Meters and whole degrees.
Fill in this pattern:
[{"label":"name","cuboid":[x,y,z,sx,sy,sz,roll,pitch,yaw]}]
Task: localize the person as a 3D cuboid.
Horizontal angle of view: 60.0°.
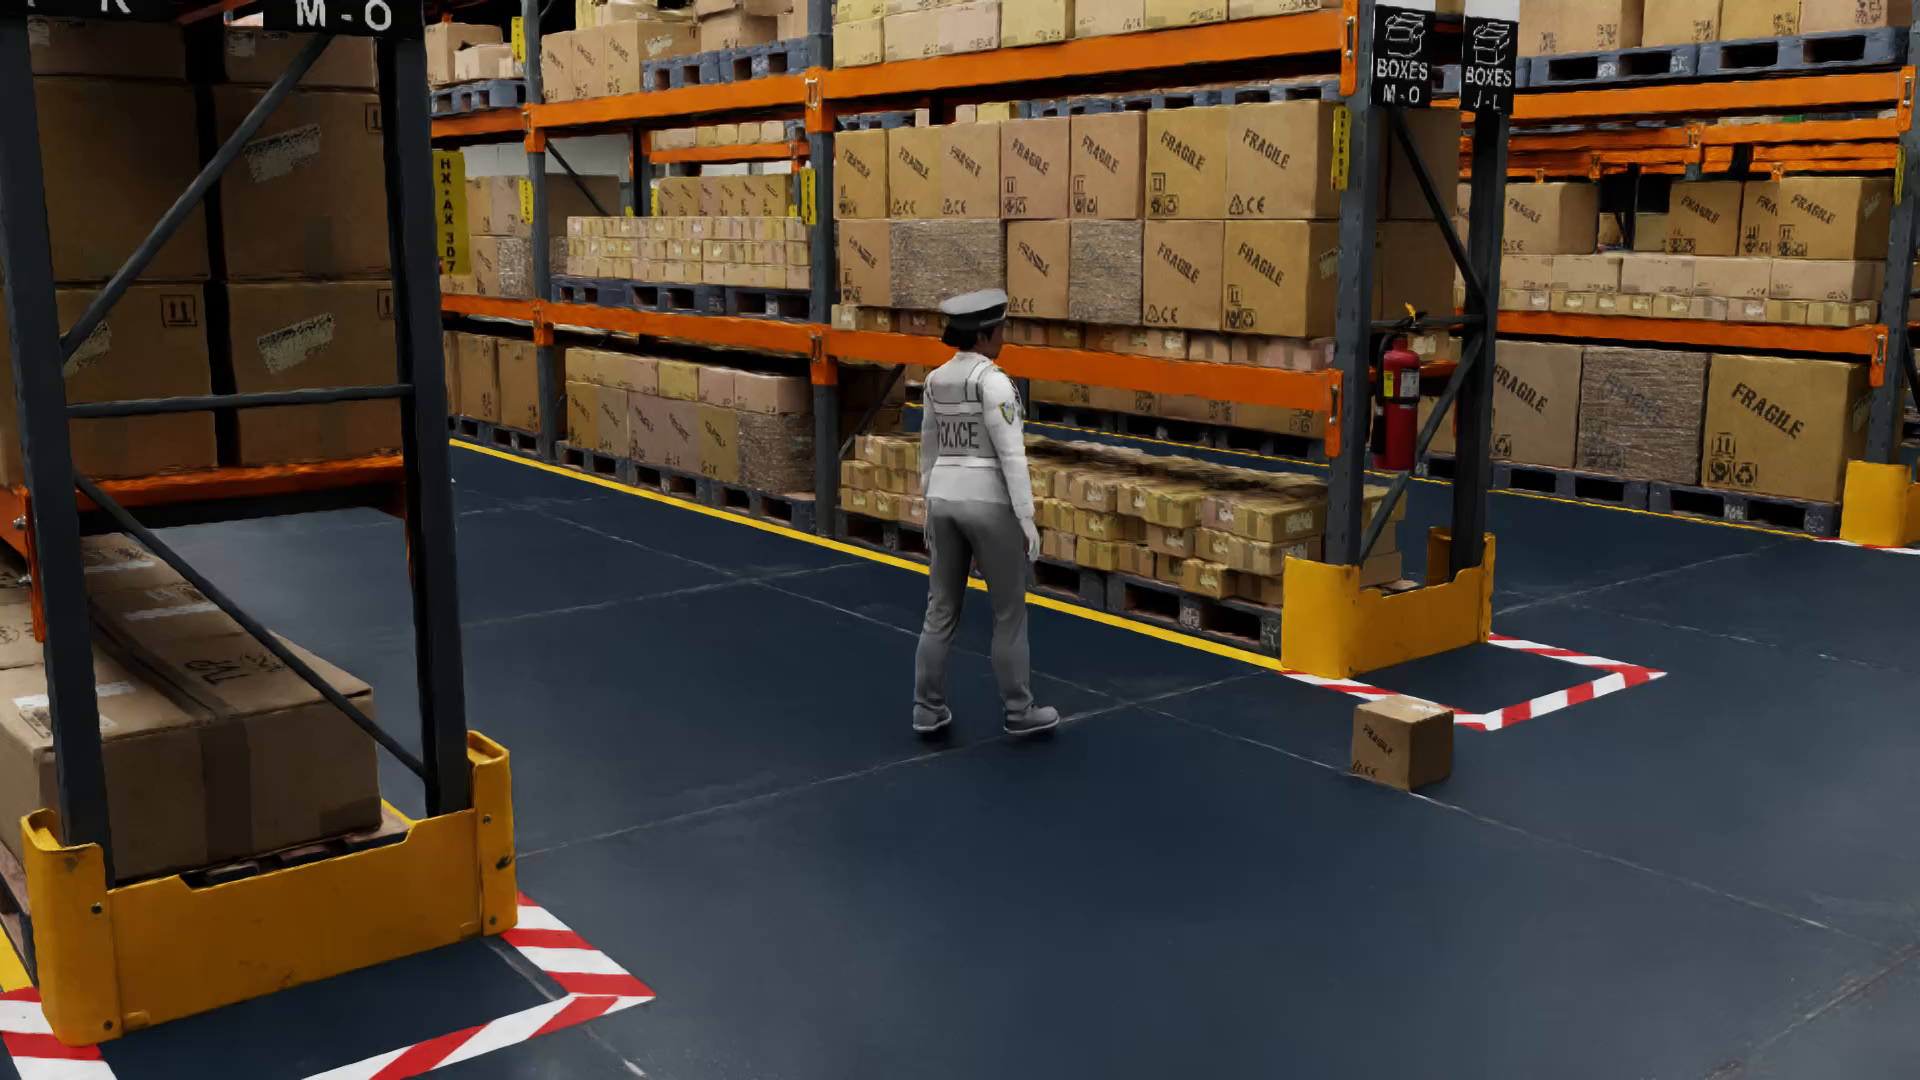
[{"label":"person","cuboid":[0.106,-0.090,6.221,0.492,1.677,0.658,-10,15,-41]}]
